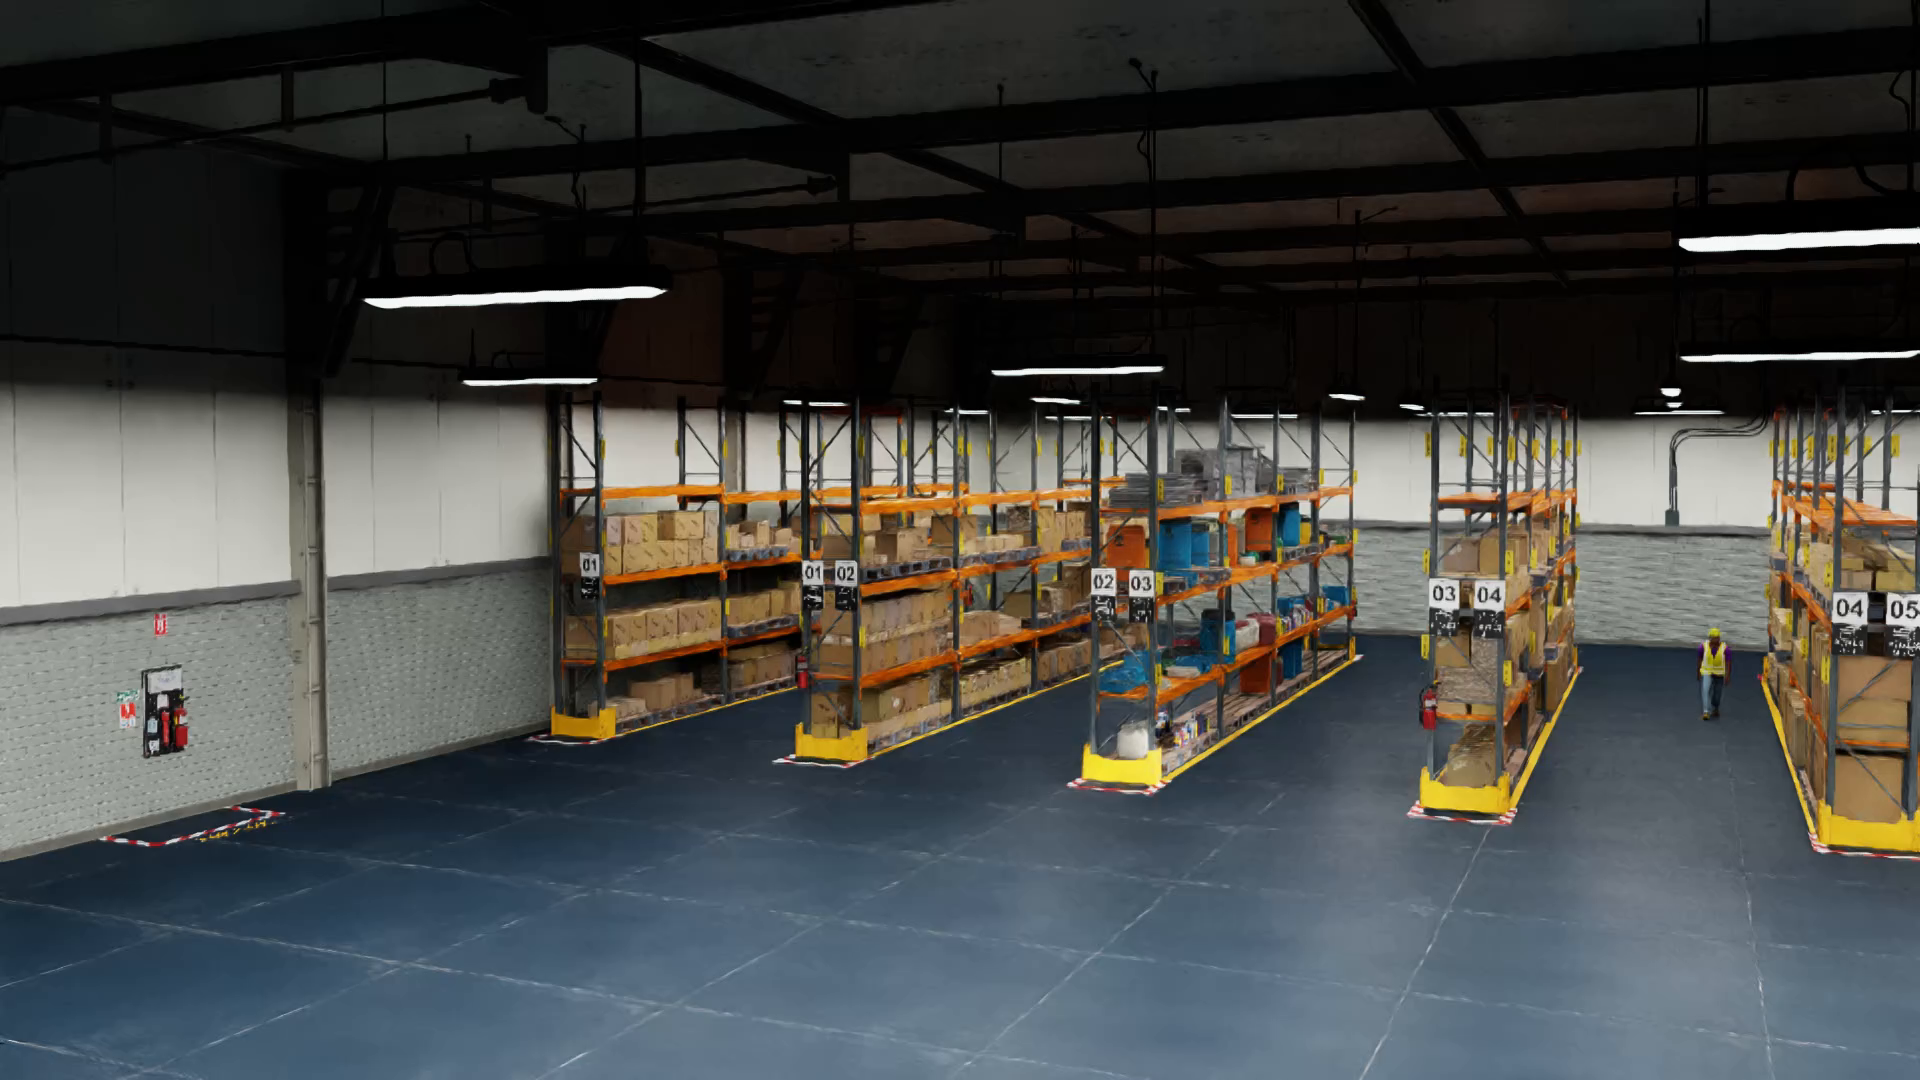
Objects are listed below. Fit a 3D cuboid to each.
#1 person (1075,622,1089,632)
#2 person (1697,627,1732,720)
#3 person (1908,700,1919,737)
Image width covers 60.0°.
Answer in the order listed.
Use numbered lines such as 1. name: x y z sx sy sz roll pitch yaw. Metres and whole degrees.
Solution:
1. person: 3.154 1.811 42.662 0.379 1.655 0.555 2 4 28
2. person: 13.929 2.451 30.702 0.575 1.689 1.128 1 3 21
3. person: 16.590 2.510 28.797 0.450 1.776 0.584 0 3 -8
